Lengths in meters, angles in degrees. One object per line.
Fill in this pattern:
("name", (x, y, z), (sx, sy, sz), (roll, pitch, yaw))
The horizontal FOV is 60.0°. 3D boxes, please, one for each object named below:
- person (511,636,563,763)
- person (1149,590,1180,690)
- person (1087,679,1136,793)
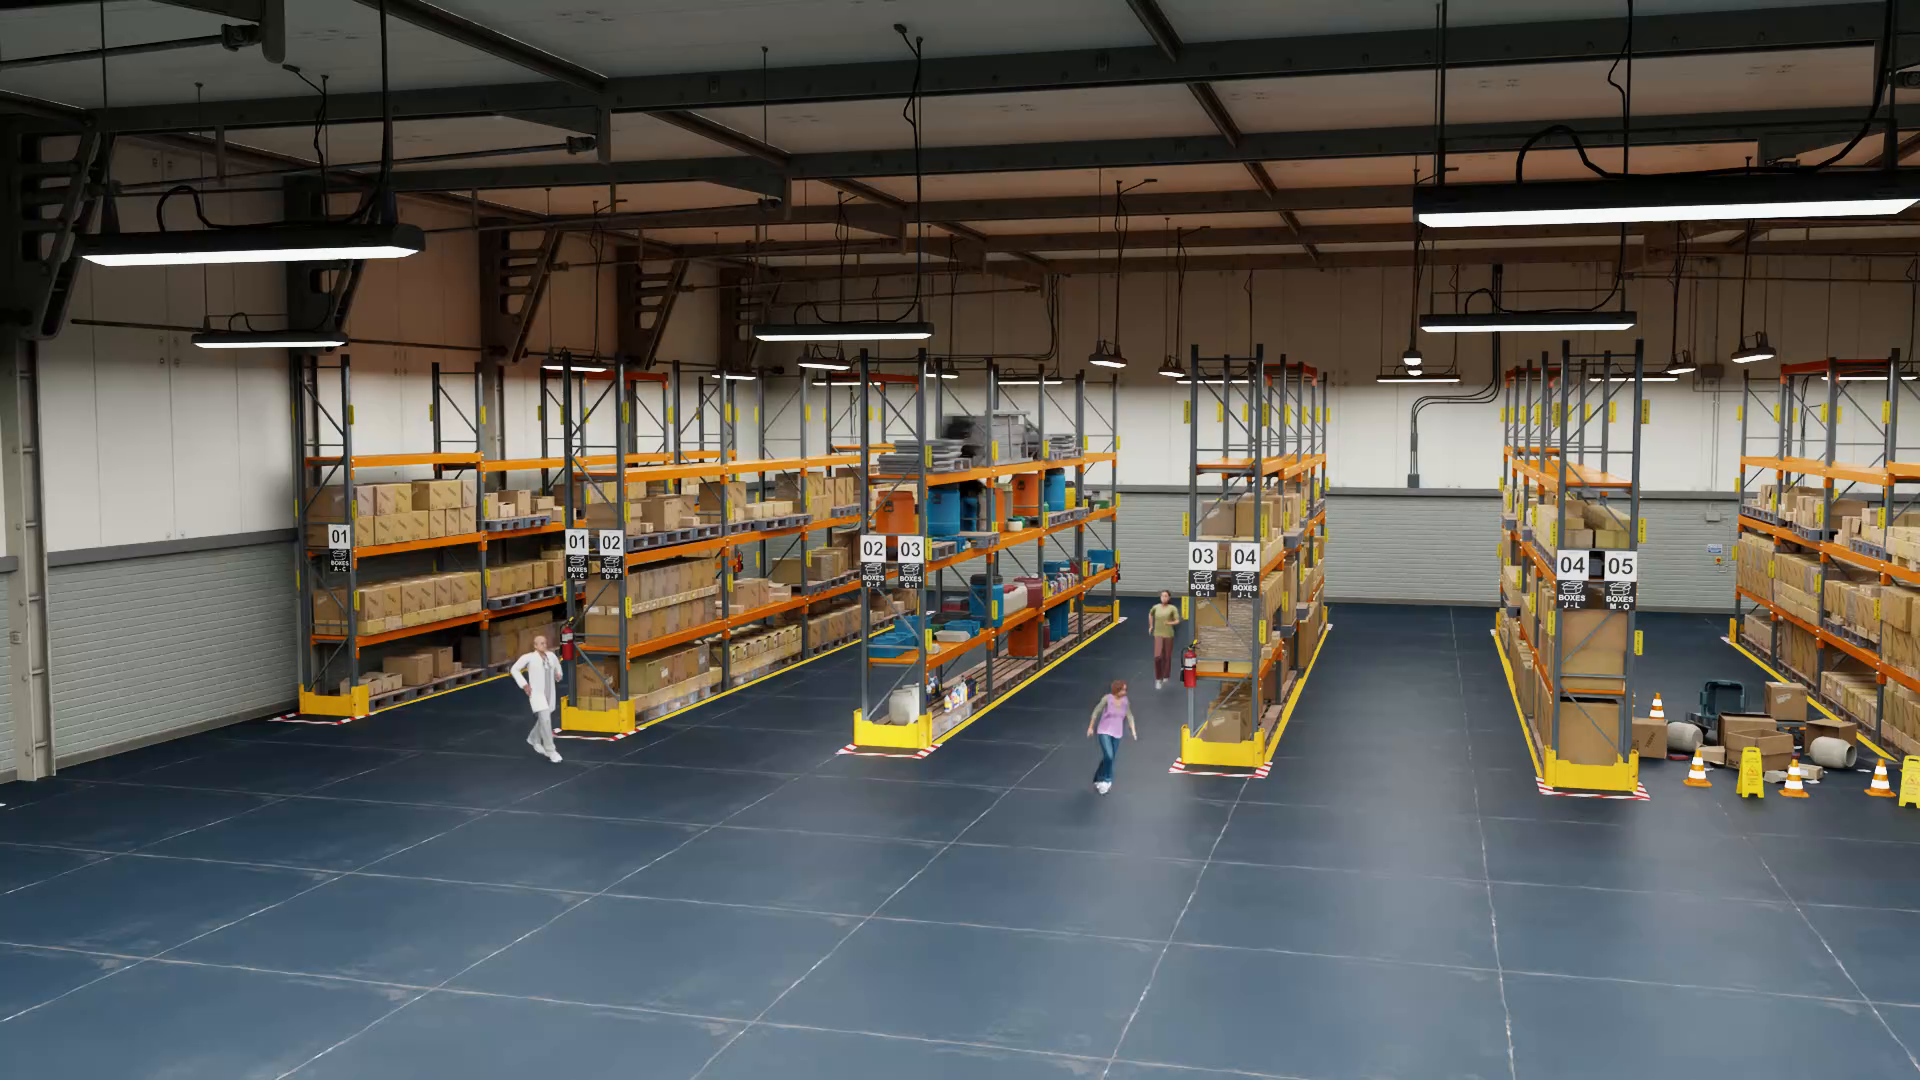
("person", (-6.115, 2.289, 24.226), (0.920, 1.813, 0.749), (4, 6, 40))
("person", (3.551, 1.729, 28.960), (0.535, 1.736, 0.674), (1, 4, 8))
("person", (2.002, 2.599, 21.963), (0.524, 1.488, 0.714), (-2, 5, -23))
